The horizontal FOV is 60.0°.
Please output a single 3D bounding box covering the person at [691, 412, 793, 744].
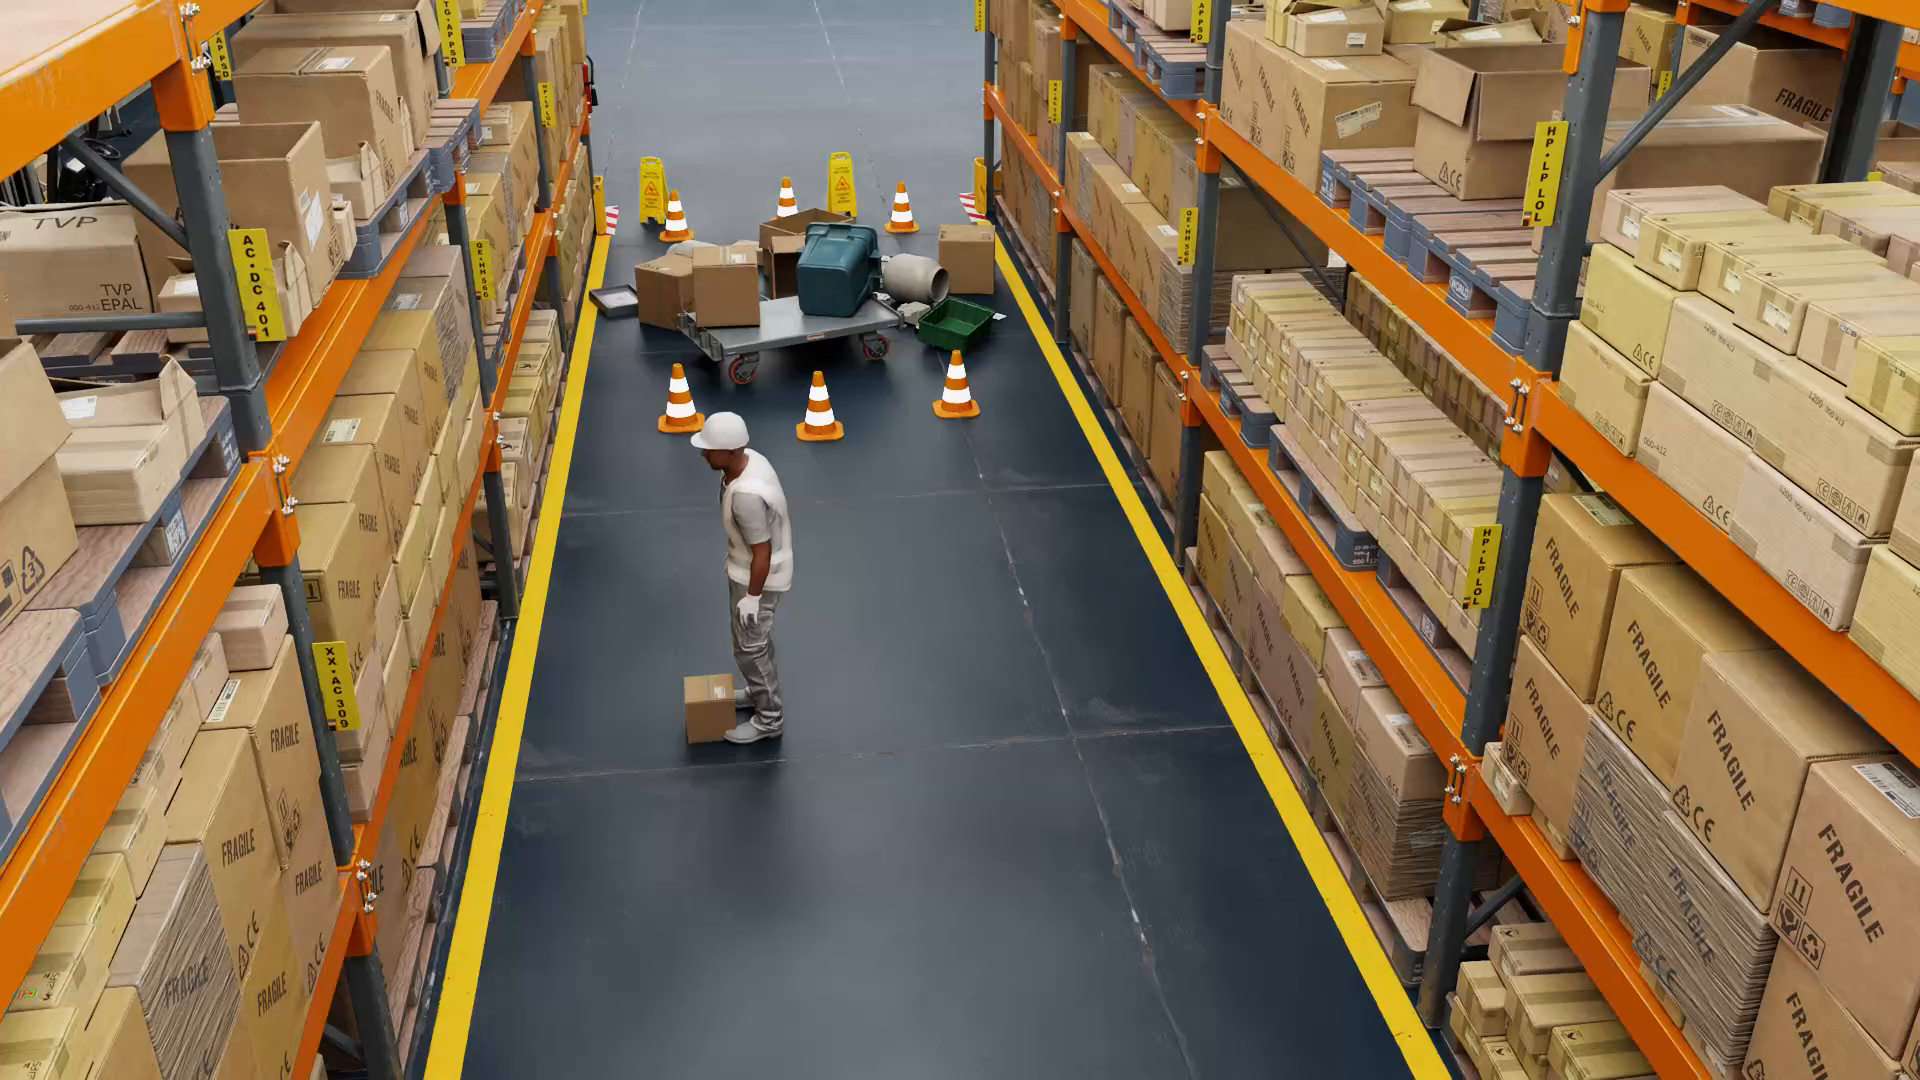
[{"bbox_3d":[-1.057,0.175,8.260,0.451,1.773,0.627,-5,27,-10],"label":"person"}]
